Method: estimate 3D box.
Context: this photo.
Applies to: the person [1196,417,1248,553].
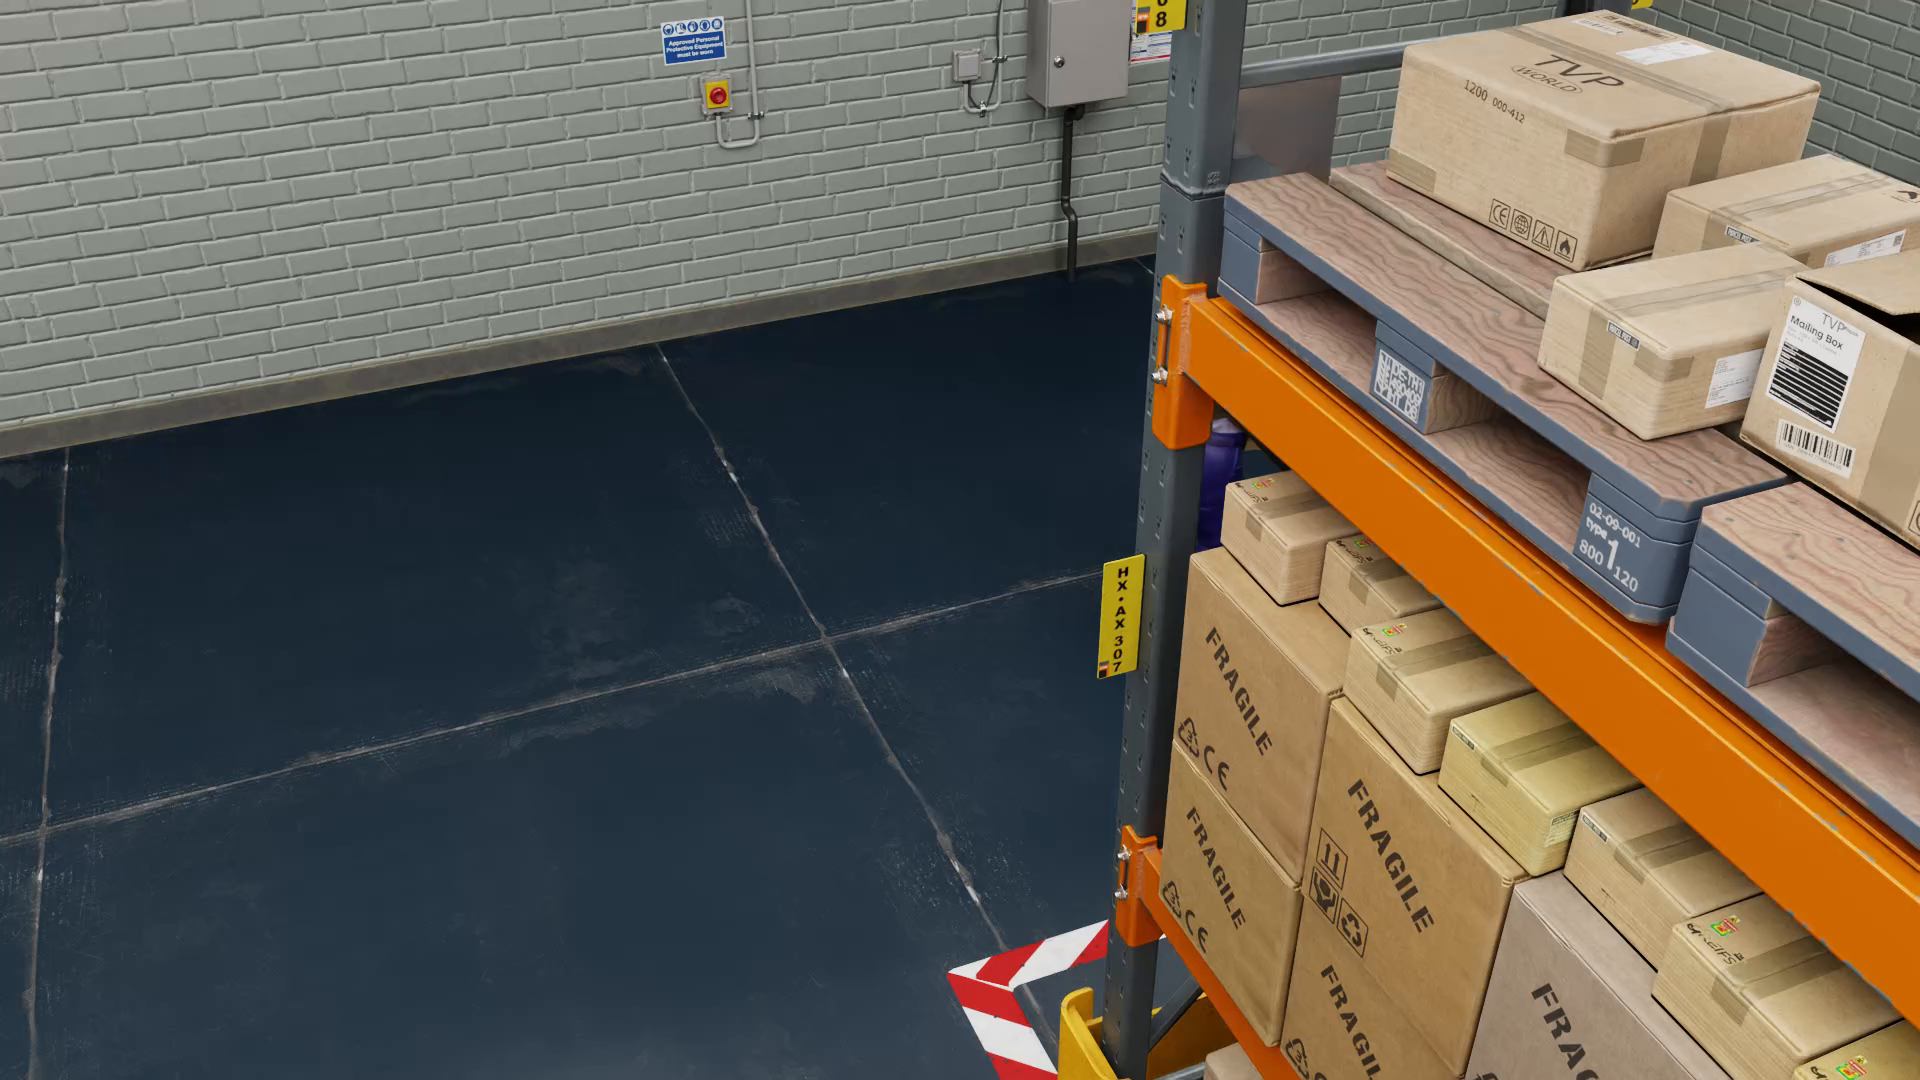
[{"bbox_3d":[1.031,-0.354,6.696,0.516,1.634,0.452,-13,36,-19],"label":"person"}]
